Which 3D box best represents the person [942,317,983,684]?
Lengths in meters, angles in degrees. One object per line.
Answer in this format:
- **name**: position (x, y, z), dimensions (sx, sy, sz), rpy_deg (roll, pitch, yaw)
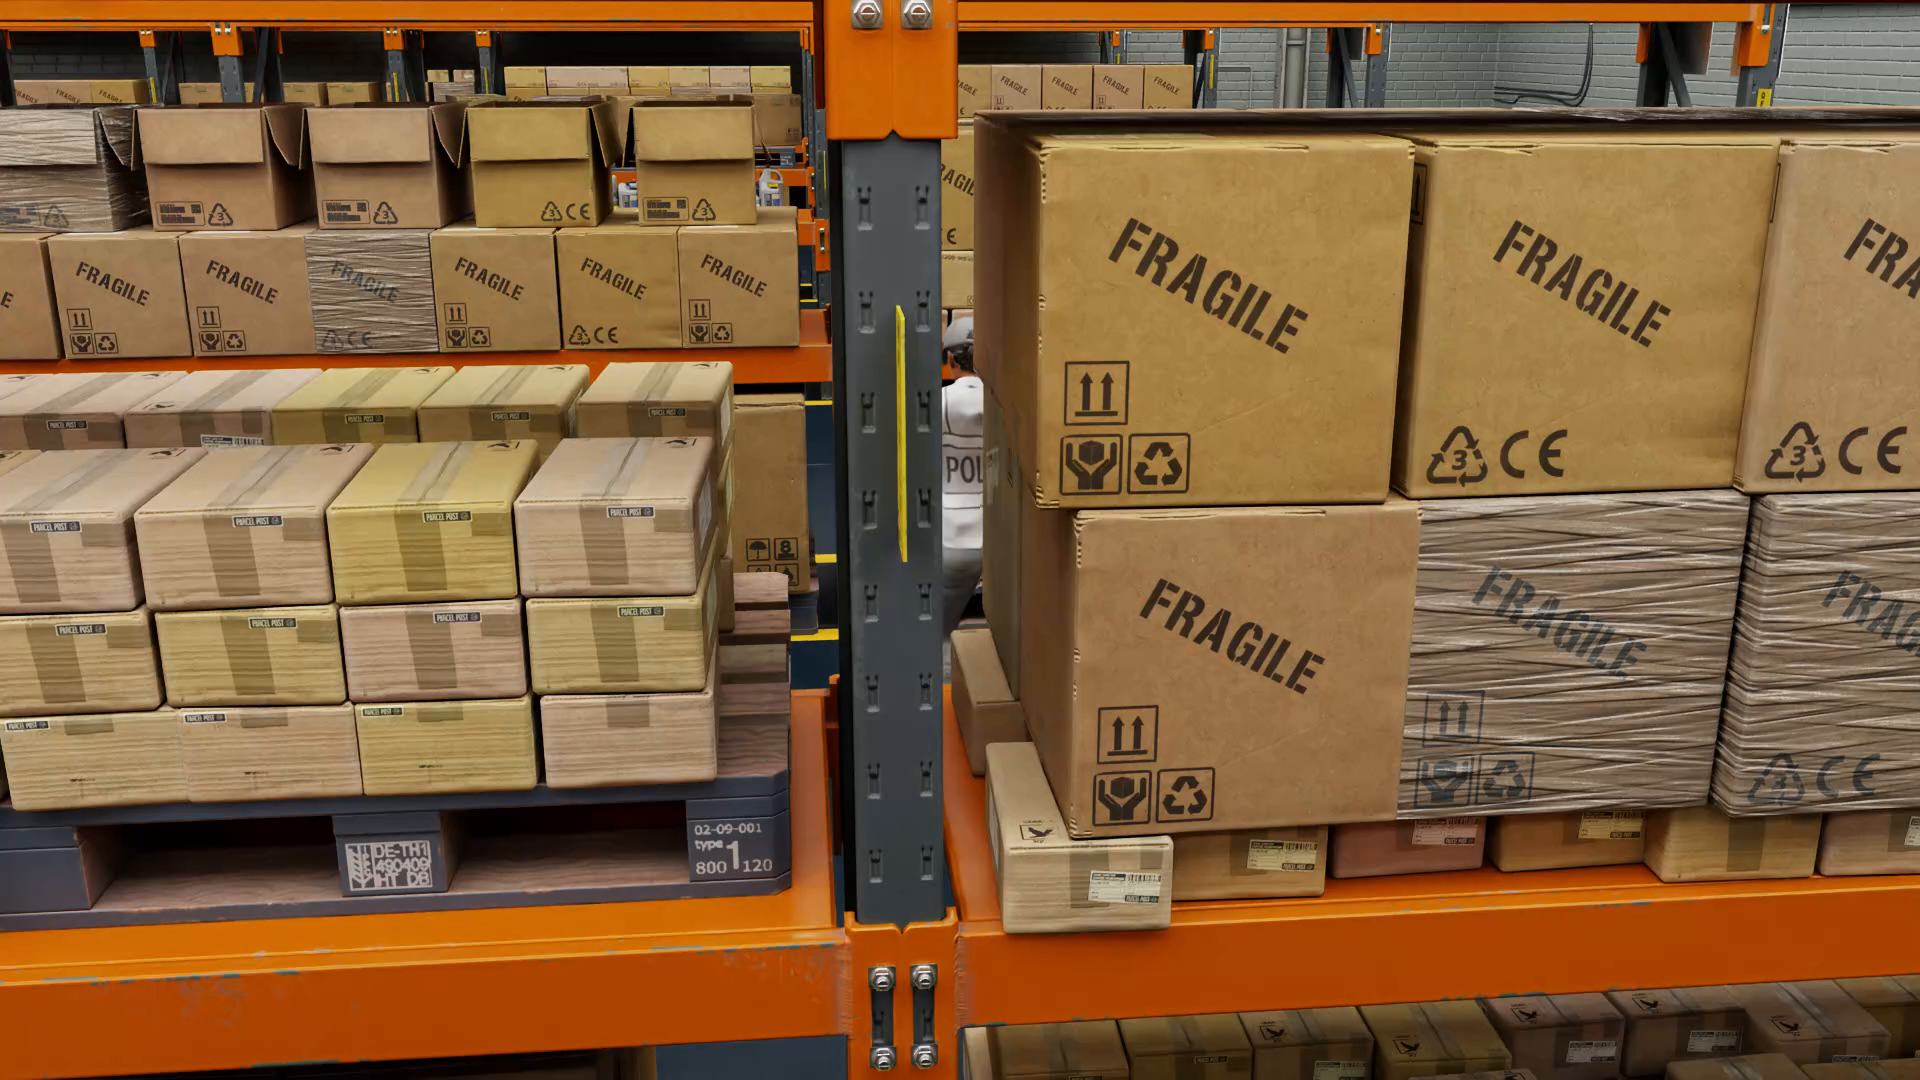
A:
- **person**: position (0.044, 0.018, 6.036), dimensions (0.483, 1.643, 0.429), rpy_deg (-3, 17, -11)
